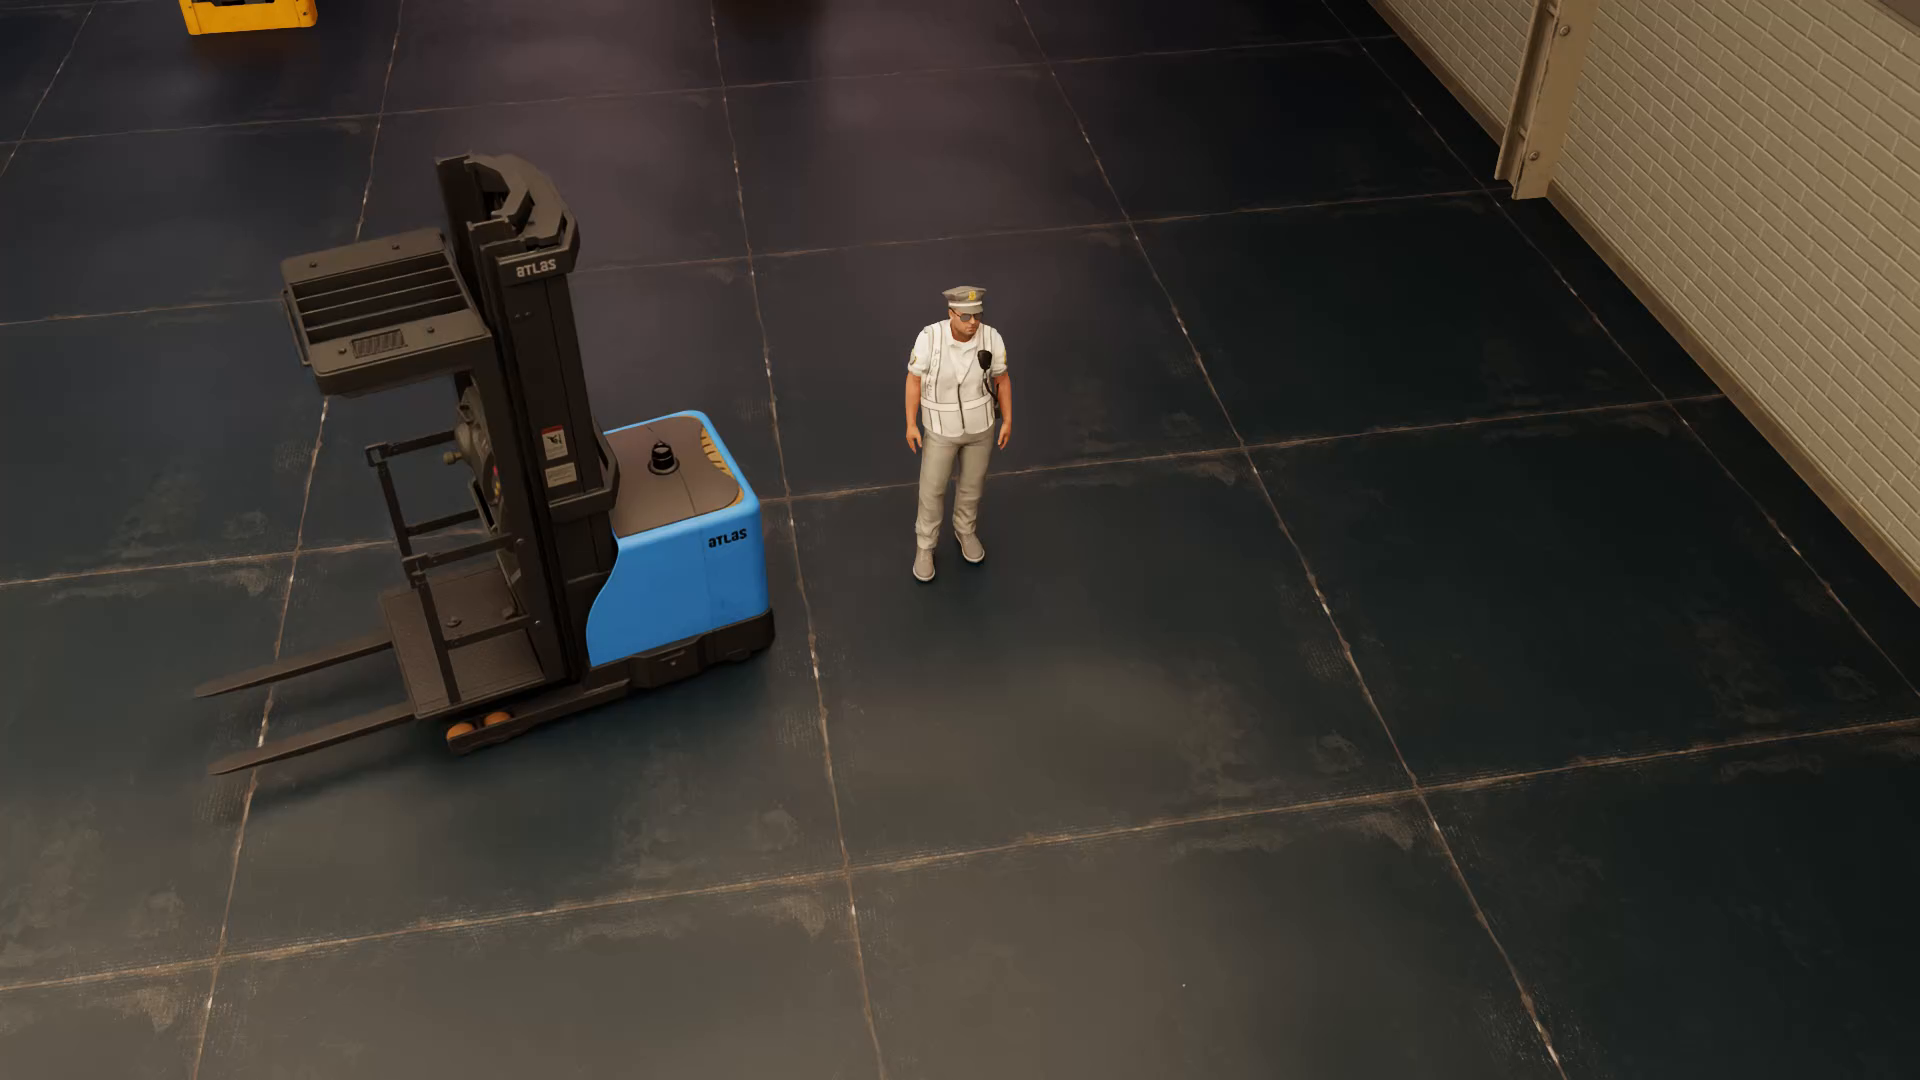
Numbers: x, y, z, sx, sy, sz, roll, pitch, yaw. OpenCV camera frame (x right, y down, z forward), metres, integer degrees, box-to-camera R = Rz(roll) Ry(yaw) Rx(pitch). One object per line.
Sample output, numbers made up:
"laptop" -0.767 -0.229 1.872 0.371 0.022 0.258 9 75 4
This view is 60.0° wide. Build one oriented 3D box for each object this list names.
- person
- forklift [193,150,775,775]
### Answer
"person" 0.002 -0.634 9.579 0.640 1.781 0.575 -7 41 -8
"forklift" -2.609 -0.367 8.389 3.031 2.935 1.130 -17 43 -19
